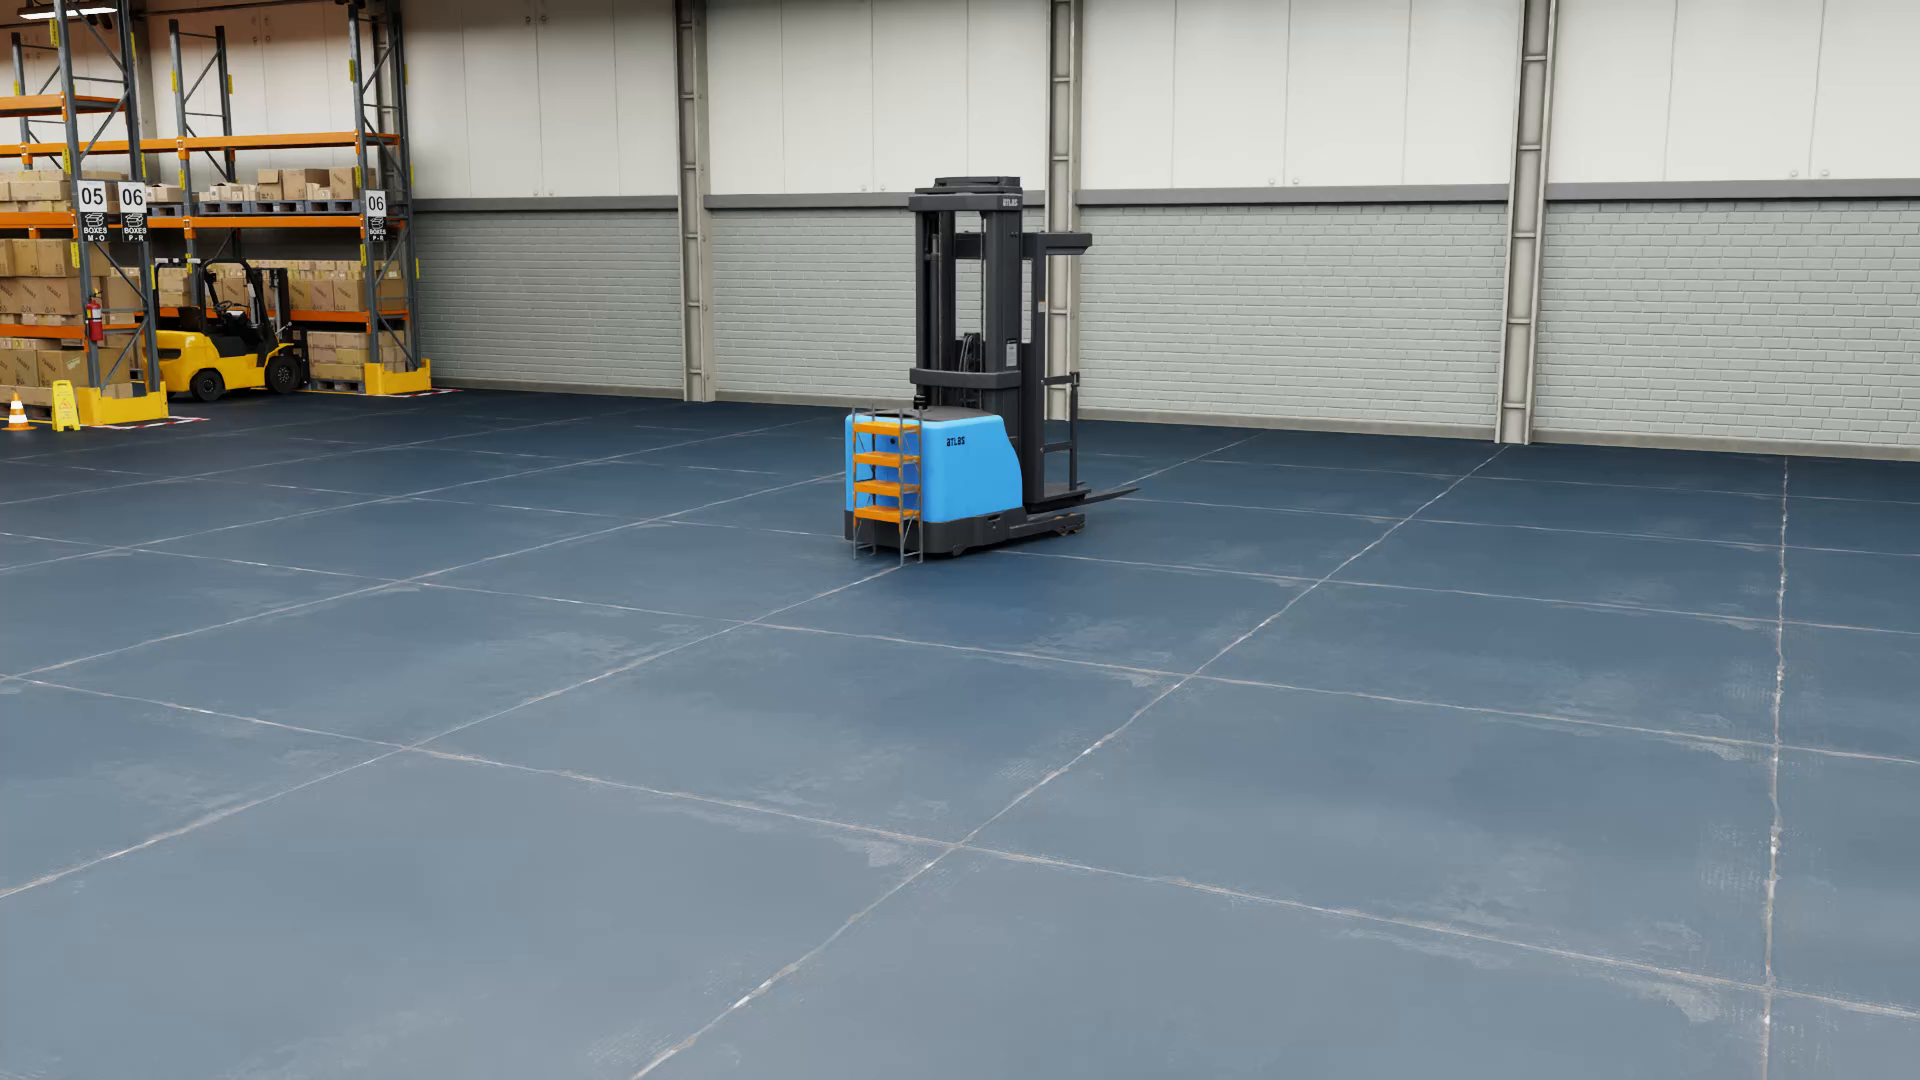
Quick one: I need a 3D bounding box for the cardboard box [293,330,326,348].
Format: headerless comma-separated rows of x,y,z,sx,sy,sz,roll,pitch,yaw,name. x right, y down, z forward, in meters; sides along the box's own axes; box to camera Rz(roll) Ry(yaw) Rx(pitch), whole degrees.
-10.618,-3.301,27.279,0.500,0.250,0.500,5,11,27,cardboard box

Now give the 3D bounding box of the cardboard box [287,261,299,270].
-10.753,-4.485,27.152,0.250,0.149,0.380,5,12,27,cardboard box

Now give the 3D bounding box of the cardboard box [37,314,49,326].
-12.270,-2.996,22.565,0.250,0.149,0.380,5,11,25,cardboard box

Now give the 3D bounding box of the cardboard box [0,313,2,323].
-13.135,-3.093,23.105,0.250,0.149,0.380,5,11,26,cardboard box

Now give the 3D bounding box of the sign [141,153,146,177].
-11.103,-5.091,22.560,0.005,0.325,0.100,5,11,26,sign

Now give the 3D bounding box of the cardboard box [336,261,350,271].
-9.799,-4.415,26.764,0.250,0.149,0.380,5,11,26,cardboard box

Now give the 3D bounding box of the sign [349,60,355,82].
-9.403,-7.256,25.710,0.005,0.325,0.100,5,11,26,sign

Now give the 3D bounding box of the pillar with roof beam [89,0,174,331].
-16.661,-6.827,26.185,0.548,9.000,9.100,5,11,26,pillar with roof beam

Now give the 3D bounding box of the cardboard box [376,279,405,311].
-9.471,-4.024,27.259,0.500,0.500,0.500,5,12,28,cardboard box

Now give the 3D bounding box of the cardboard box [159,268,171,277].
-13.577,-4.611,28.685,0.250,0.149,0.380,5,11,26,cardboard box

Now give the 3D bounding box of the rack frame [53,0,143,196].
-11.343,-6.050,21.891,0.127,3.000,1.000,5,11,26,rack frame

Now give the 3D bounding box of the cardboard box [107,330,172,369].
-14.578,-3.405,29.611,0.625,0.625,0.875,5,11,23,cardboard box

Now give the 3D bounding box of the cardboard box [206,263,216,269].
-12.583,-4.649,28.055,0.250,0.149,0.380,5,12,27,cardboard box

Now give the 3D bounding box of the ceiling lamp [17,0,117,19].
-13.586,-9.669,25.495,2.000,3.185,0.800,5,11,26,ceiling lamp

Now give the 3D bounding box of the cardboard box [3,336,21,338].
-17.243,-3.538,30.697,0.500,0.500,0.500,5,11,25,cardboard box

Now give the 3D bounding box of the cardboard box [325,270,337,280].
-10.033,-4.288,26.897,0.250,0.149,0.380,5,12,27,cardboard box

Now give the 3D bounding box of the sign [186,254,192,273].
-12.969,-4.650,27.970,0.005,0.325,0.100,5,11,26,sign

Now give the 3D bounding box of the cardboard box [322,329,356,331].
-10.391,-3.385,27.744,0.500,0.250,0.500,5,11,25,cardboard box

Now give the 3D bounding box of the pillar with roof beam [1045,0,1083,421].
-0.519,-5.409,18.348,0.400,9.000,9.100,5,11,26,pillar with roof beam

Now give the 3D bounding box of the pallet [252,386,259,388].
-12.043,-2.765,28.414,1.213,0.211,1.003,5,11,26,pallet

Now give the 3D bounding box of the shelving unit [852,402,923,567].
-0.556,-0.431,12.744,0.503,1.200,0.258,8,13,39,shelving unit

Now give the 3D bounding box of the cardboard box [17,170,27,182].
-12.433,-4.894,22.394,0.250,0.149,0.380,5,11,26,cardboard box

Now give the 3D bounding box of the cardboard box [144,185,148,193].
-14.182,-5.973,28.678,0.500,0.311,0.500,5,11,24,cardboard box

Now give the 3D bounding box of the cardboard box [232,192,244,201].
-11.780,-5.670,27.460,0.250,0.149,0.380,5,12,28,cardboard box

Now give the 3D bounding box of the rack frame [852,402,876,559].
-0.743,-0.459,12.898,0.015,1.200,0.240,8,13,39,rack frame

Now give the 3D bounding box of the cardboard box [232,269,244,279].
-11.900,-4.440,27.738,0.250,0.149,0.380,5,12,27,cardboard box

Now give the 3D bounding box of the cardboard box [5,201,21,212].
-12.690,-4.517,22.550,0.250,0.149,0.380,5,11,25,cardboard box

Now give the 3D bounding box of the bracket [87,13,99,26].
-15.286,-9.262,29.531,0.430,0.232,0.235,5,11,26,bracket

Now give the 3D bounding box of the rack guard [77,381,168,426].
-11.411,-1.874,22.681,0.348,0.500,1.175,5,11,26,rack guard

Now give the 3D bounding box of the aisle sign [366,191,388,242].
-9.221,-5.118,26.288,0.004,0.787,0.394,5,11,26,aisle sign

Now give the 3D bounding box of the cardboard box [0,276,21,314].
-12.846,-3.373,22.826,0.500,0.500,0.500,5,11,26,cardboard box

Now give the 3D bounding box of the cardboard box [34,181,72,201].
-11.921,-4.644,22.130,0.500,0.250,0.500,5,11,25,cardboard box

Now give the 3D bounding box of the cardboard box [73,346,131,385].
-11.966,-2.430,23.171,0.500,0.500,0.500,5,11,24,cardboard box

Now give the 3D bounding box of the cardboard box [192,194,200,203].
-13.411,-5.913,28.801,0.250,0.149,0.380,5,11,26,cardboard box

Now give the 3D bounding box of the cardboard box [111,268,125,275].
-14.573,-4.671,29.012,0.250,0.149,0.380,5,11,24,cardboard box

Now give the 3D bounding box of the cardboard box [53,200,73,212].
-11.787,-4.434,22.089,0.250,0.149,0.380,5,11,26,cardboard box

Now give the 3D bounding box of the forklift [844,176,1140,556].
0.405,-1.528,13.942,1.130,2.935,3.031,9,13,39,forklift

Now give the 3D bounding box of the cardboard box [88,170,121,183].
-11.571,-4.903,22.445,0.250,0.149,0.380,5,11,25,cardboard box

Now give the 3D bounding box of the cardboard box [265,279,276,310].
-11.084,-4.058,27.447,0.500,0.500,0.500,5,11,26,cardboard box

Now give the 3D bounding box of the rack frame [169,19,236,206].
-12.737,-7.158,28.015,0.127,3.000,1.000,5,11,26,rack frame

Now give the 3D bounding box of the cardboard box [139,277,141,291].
-14.211,-4.457,28.951,0.500,0.250,0.500,5,12,27,cardboard box

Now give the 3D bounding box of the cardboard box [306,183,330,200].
-10.255,-5.594,26.709,0.258,0.266,0.396,5,11,26,cardboard box

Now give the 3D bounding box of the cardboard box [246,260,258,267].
-11.645,-4.571,27.626,0.250,0.149,0.380,5,11,25,cardboard box

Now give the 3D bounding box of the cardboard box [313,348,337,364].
-10.170,-3.020,27.134,0.500,0.250,0.500,5,11,25,cardboard box

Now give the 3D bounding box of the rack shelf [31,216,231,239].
-14.531,-5.486,29.217,4.000,0.370,1.077,5,11,26,rack shelf

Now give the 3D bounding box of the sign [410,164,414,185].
-8.899,-5.924,26.943,0.005,0.325,0.100,5,11,26,sign

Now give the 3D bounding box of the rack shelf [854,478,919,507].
-0.556,-0.365,12.756,0.480,0.148,0.258,8,13,39,rack shelf

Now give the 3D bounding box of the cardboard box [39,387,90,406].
-12.209,-1.974,22.758,0.500,0.250,0.500,5,11,26,cardboard box

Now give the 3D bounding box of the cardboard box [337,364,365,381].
-9.711,-2.731,26.941,0.500,0.250,0.500,5,11,26,cardboard box

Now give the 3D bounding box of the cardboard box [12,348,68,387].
-12.646,-2.383,22.909,0.500,0.500,0.500,6,12,28,cardboard box

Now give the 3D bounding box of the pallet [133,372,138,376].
-15.603,-3.078,30.146,1.213,0.211,1.003,5,11,26,pallet

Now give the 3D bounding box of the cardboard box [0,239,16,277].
-12.851,-3.856,22.689,0.500,0.500,0.700,5,11,25,cardboard box

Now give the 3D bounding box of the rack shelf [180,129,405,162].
-10.944,-6.450,27.244,4.000,0.370,1.077,5,11,26,rack shelf
